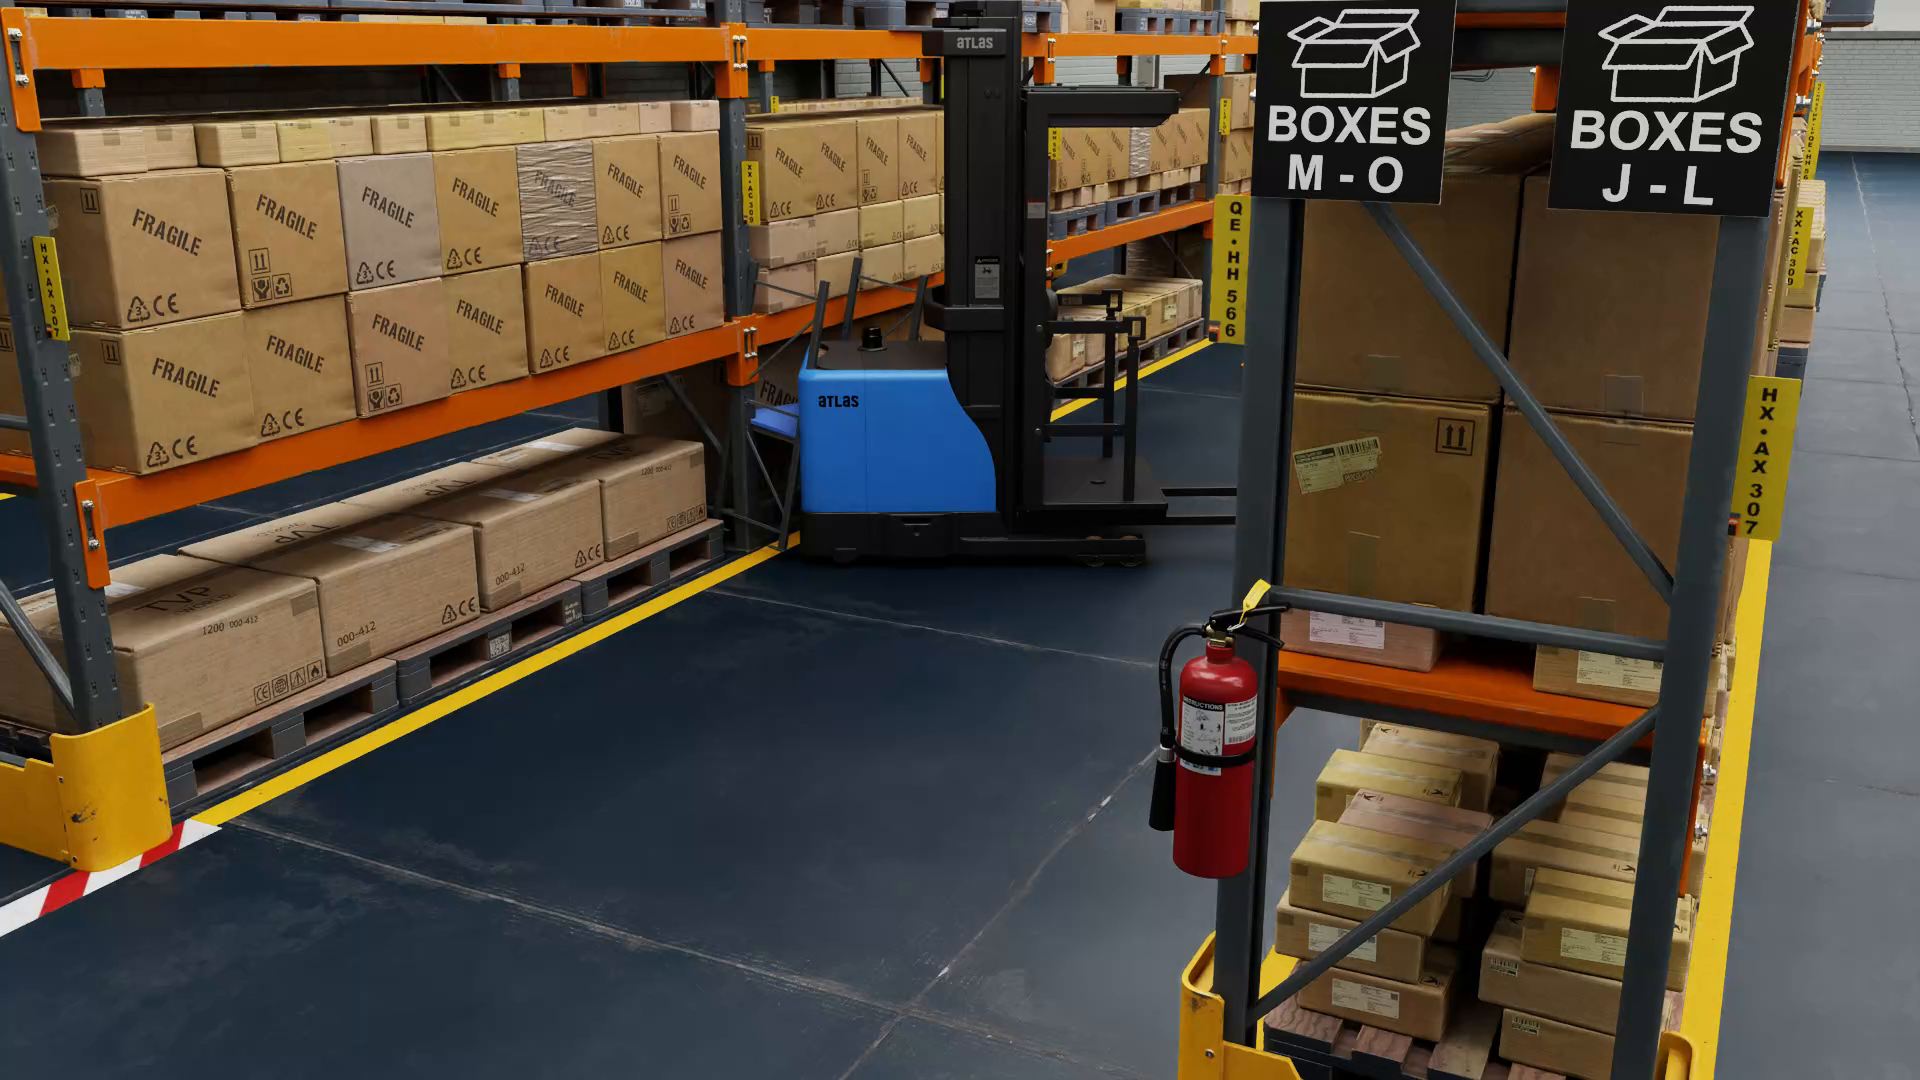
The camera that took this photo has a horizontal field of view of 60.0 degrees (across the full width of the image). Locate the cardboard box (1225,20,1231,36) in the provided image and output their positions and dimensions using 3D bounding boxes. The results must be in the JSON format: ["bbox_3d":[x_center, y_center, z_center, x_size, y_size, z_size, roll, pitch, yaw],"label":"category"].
[{"bbox_3d":[2.343,-4.840,15.724,0.380,0.149,0.250,8,18,25],"label":"cardboard box"}]

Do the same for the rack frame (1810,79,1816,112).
[{"bbox_3d":[8.241,-3.889,17.348,1.000,3.000,0.127,8,18,25],"label":"rack frame"}]

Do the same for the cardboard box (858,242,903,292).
[{"bbox_3d":[-0.688,-1.703,10.254,0.500,0.250,0.500,8,18,25],"label":"cardboard box"}]

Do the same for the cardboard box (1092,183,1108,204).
[{"bbox_3d":[0.966,-2.794,13.366,0.380,0.149,0.250,8,18,26],"label":"cardboard box"}]

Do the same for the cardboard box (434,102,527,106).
[{"bbox_3d":[-2.310,-2.033,8.032,0.380,0.149,0.250,8,18,25],"label":"cardboard box"}]

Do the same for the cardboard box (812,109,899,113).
[{"bbox_3d":[-0.704,-2.630,11.180,0.500,0.500,0.500,9,19,27],"label":"cardboard box"}]

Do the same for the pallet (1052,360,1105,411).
[{"bbox_3d":[0.544,-1.317,13.588,1.003,0.211,1.213,8,18,25],"label":"pallet"}]

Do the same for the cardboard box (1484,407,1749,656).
[{"bbox_3d":[1.540,-0.083,3.837,0.500,0.500,0.500,9,19,28],"label":"cardboard box"}]

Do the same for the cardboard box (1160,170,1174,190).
[{"bbox_3d":[1.670,-3.188,14.693,0.380,0.149,0.250,8,18,26],"label":"cardboard box"}]

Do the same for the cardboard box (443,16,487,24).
[{"bbox_3d":[-4.261,-4.290,13.694,0.500,0.250,0.500,7,18,24],"label":"cardboard box"}]

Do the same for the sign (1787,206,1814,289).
[{"bbox_3d":[3.368,-1.180,6.708,0.100,0.325,0.005,8,18,25],"label":"sign"}]

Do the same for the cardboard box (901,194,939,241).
[{"bbox_3d":[-0.464,-2.071,10.613,0.500,0.250,0.500,7,18,24],"label":"cardboard box"}]

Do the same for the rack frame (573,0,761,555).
[{"bbox_3d":[-1.594,-1.436,9.091,1.000,3.000,0.127,8,18,25],"label":"rack frame"}]

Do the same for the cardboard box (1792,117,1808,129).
[{"bbox_3d":[2.911,-1.348,6.339,0.500,0.500,0.500,7,18,23],"label":"cardboard box"}]

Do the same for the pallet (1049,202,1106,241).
[{"bbox_3d":[0.416,-2.558,13.205,1.213,0.211,1.003,8,18,25],"label":"pallet"}]

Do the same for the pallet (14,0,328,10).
[{"bbox_3d":[-3.059,-2.003,5.887,1.003,0.211,1.213,8,18,25],"label":"pallet"}]

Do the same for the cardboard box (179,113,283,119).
[{"bbox_3d":[-2.939,-1.633,6.683,0.380,0.149,0.250,8,18,25],"label":"cardboard box"}]

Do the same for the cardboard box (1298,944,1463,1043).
[{"bbox_3d":[1.141,1.192,4.514,0.380,0.149,0.250,8,19,26],"label":"cardboard box"}]

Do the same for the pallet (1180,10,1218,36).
[{"bbox_3d":[1.609,-4.678,15.067,1.213,0.211,1.003,8,18,25],"label":"pallet"}]

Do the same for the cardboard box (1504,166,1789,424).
[{"bbox_3d":[1.530,-0.564,3.699,0.500,0.500,0.500,8,18,25],"label":"cardboard box"}]

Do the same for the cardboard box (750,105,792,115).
[{"bbox_3d":[-2.054,-4.649,18.072,0.380,0.149,0.250,9,19,26],"label":"cardboard box"}]

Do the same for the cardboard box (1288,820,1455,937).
[{"bbox_3d":[1.102,0.900,4.451,0.380,0.149,0.250,8,18,26],"label":"cardboard box"}]

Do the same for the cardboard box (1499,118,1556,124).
[{"bbox_3d":[2.242,-1.284,6.125,0.500,0.500,0.500,7,18,24],"label":"cardboard box"}]

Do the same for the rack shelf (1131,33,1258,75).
[{"bbox_3d":[2.874,-5.076,17.342,1.077,0.370,4.000,8,18,25],"label":"rack shelf"}]

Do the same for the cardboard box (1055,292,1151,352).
[{"bbox_3d":[1.121,-1.921,14.600,0.950,0.372,0.625,9,19,27],"label":"cardboard box"}]

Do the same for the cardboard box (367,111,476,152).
[{"bbox_3d":[-2.245,-1.700,6.909,0.380,0.149,0.250,8,18,24],"label":"cardboard box"}]

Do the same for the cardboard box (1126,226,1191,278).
[{"bbox_3d":[2.005,-2.901,16.799,0.500,0.500,0.500,8,18,25],"label":"cardboard box"}]

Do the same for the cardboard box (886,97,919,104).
[{"bbox_3d":[-0.728,-5.440,20.734,0.380,0.149,0.250,8,18,25],"label":"cardboard box"}]

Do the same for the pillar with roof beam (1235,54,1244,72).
[{"bbox_3d":[10.103,-11.974,34.032,9.100,9.000,0.400,8,18,25],"label":"pillar with roof beam"}]

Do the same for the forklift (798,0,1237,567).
[{"bbox_3d":[0.630,-1.410,9.125,3.031,2.935,1.130,0,17,-2],"label":"forklift"}]

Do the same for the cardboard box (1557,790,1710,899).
[{"bbox_3d":[1.873,0.843,4.641,0.380,0.149,0.250,8,18,25],"label":"cardboard box"}]

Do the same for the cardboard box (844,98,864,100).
[{"bbox_3d":[-1.392,-5.374,20.511,0.380,0.149,0.250,8,18,26],"label":"cardboard box"}]

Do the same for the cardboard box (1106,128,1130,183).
[{"bbox_3d":[1.059,-3.202,13.600,0.500,0.500,0.500,8,19,26],"label":"cardboard box"}]

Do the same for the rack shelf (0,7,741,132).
[{"bbox_3d":[-2.488,-2.020,7.051,1.077,0.370,4.000,8,18,25],"label":"rack shelf"}]

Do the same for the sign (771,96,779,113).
[{"bbox_3d":[-1.972,-4.555,17.697,0.100,0.325,0.005,8,18,25],"label":"sign"}]

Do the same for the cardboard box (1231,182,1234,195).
[{"bbox_3d":[2.475,-3.464,16.359,0.380,0.149,0.250,9,19,27],"label":"cardboard box"}]

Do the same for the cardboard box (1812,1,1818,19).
[{"bbox_3d":[2.668,-1.913,5.692,0.500,0.250,0.500,8,18,25],"label":"cardboard box"}]

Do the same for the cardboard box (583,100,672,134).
[{"bbox_3d":[-1.662,-2.102,8.262,0.380,0.149,0.250,9,19,27],"label":"cardboard box"}]

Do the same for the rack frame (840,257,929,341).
[{"bbox_3d":[-0.536,-0.880,9.854,0.500,1.500,0.032,19,18,26],"label":"rack frame"}]

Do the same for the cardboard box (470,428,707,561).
[{"bbox_3d":[-1.971,-0.263,8.903,0.875,0.438,0.875,8,18,25],"label":"cardboard box"}]

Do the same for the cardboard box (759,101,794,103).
[{"bbox_3d":[-2.144,-4.989,19.214,0.380,0.149,0.250,8,18,24],"label":"cardboard box"}]

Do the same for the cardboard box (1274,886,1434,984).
[{"bbox_3d":[1.073,1.039,4.506,0.380,0.149,0.250,8,18,24],"label":"cardboard box"}]

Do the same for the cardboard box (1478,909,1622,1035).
[{"bbox_3d":[1.556,1.109,4.270,0.380,0.149,0.250,9,19,28],"label":"cardboard box"}]

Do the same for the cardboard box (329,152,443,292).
[{"bbox_3d":[-2.465,-1.295,6.684,0.500,0.500,0.500,8,18,25],"label":"cardboard box"}]

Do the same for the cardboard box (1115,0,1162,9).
[{"bbox_3d":[1.390,-4.616,14.055,0.500,0.250,0.500,8,18,26],"label":"cardboard box"}]

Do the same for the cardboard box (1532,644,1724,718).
[{"bbox_3d":[1.530,0.266,3.800,0.380,0.149,0.250,8,18,25],"label":"cardboard box"}]

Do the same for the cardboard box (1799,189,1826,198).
[{"bbox_3d":[4.511,-1.835,9.093,0.380,0.149,0.250,9,19,27],"label":"cardboard box"}]

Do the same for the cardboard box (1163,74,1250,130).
[{"bbox_3d":[2.371,-4.228,16.037,0.700,0.500,0.500,8,18,25],"label":"cardboard box"}]

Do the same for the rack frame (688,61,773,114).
[{"bbox_3d":[-2.462,-4.104,18.075,1.000,3.000,0.127,8,18,25],"label":"rack frame"}]

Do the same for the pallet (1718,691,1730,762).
[{"bbox_3d":[2.611,0.680,6.863,1.003,0.211,1.213,8,18,25],"label":"pallet"}]

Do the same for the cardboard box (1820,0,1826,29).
[{"bbox_3d":[4.427,-3.030,9.013,0.500,0.500,0.500,8,18,25],"label":"cardboard box"}]

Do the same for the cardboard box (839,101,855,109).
[{"bbox_3d":[-1.454,-5.053,19.432,0.380,0.149,0.250,8,18,26],"label":"cardboard box"}]

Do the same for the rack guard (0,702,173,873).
[{"bbox_3d":[-3.392,0.787,5.996,1.175,0.500,0.348,8,18,25],"label":"rack guard"}]

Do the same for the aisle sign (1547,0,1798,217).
[{"bbox_3d":[1.328,-1.003,3.066,0.394,0.787,0.004,8,18,25],"label":"aisle sign"}]

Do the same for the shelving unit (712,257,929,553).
[{"bbox_3d":[-0.785,-0.796,9.419,0.538,1.500,1.048,19,18,26],"label":"shelving unit"}]

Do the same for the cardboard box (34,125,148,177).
[{"bbox_3d":[-2.975,-1.311,5.597,0.380,0.149,0.250,9,19,27],"label":"cardboard box"}]

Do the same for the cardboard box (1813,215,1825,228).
[{"bbox_3d":[3.817,-1.440,7.763,0.380,0.149,0.250,8,18,25],"label":"cardboard box"}]

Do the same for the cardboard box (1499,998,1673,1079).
[{"bbox_3d":[1.613,1.259,4.285,0.380,0.149,0.250,9,19,26],"label":"cardboard box"}]

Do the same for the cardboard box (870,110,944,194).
[{"bbox_3d":[-0.254,-2.560,10.943,0.500,0.500,0.500,8,18,25],"label":"cardboard box"}]

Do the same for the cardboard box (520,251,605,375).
[{"bbox_3d":[-2.009,-1.072,7.688,0.500,0.500,0.500,8,18,25],"label":"cardboard box"}]
